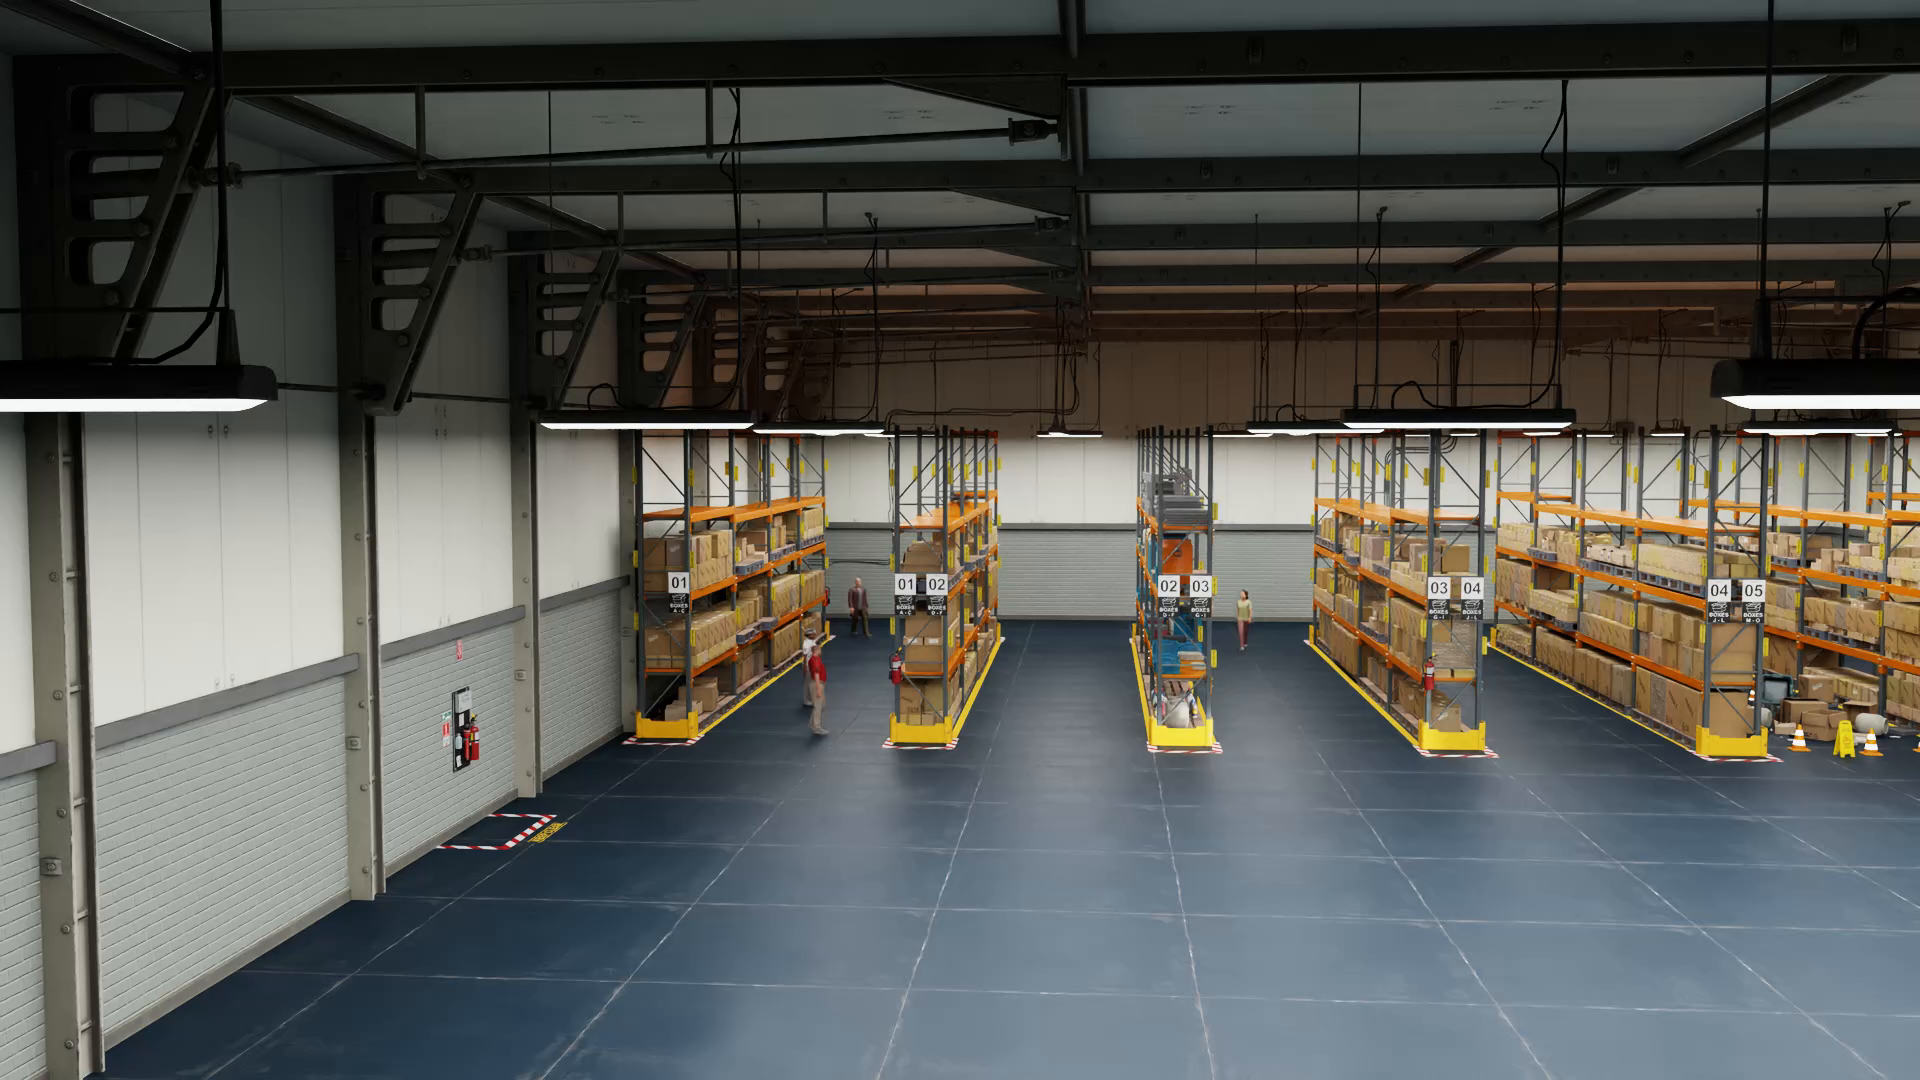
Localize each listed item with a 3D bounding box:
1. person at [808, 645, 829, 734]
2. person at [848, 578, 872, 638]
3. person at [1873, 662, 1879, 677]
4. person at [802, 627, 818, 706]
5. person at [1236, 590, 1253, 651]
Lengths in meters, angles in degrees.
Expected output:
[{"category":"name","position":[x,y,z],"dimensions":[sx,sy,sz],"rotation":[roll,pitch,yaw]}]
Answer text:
[{"category":"person","position":[-2.768,2.930,32.527],"dimensions":[0.393,1.774,0.595],"rotation":[-1,3,-8]},{"category":"person","position":[-2.909,1.955,48.085],"dimensions":[0.660,1.712,1.125],"rotation":[-1,4,-20]},{"category":"person","position":[21.507,2.511,38.926],"dimensions":[0.627,1.796,0.514],"rotation":[-3,5,-45]},{"category":"person","position":[-3.224,2.724,35.938],"dimensions":[0.346,1.693,0.562],"rotation":[1,4,18]},{"category":"person","position":[7.767,2.181,45.381],"dimensions":[0.420,1.622,1.012],"rotation":[0,3,2]}]
